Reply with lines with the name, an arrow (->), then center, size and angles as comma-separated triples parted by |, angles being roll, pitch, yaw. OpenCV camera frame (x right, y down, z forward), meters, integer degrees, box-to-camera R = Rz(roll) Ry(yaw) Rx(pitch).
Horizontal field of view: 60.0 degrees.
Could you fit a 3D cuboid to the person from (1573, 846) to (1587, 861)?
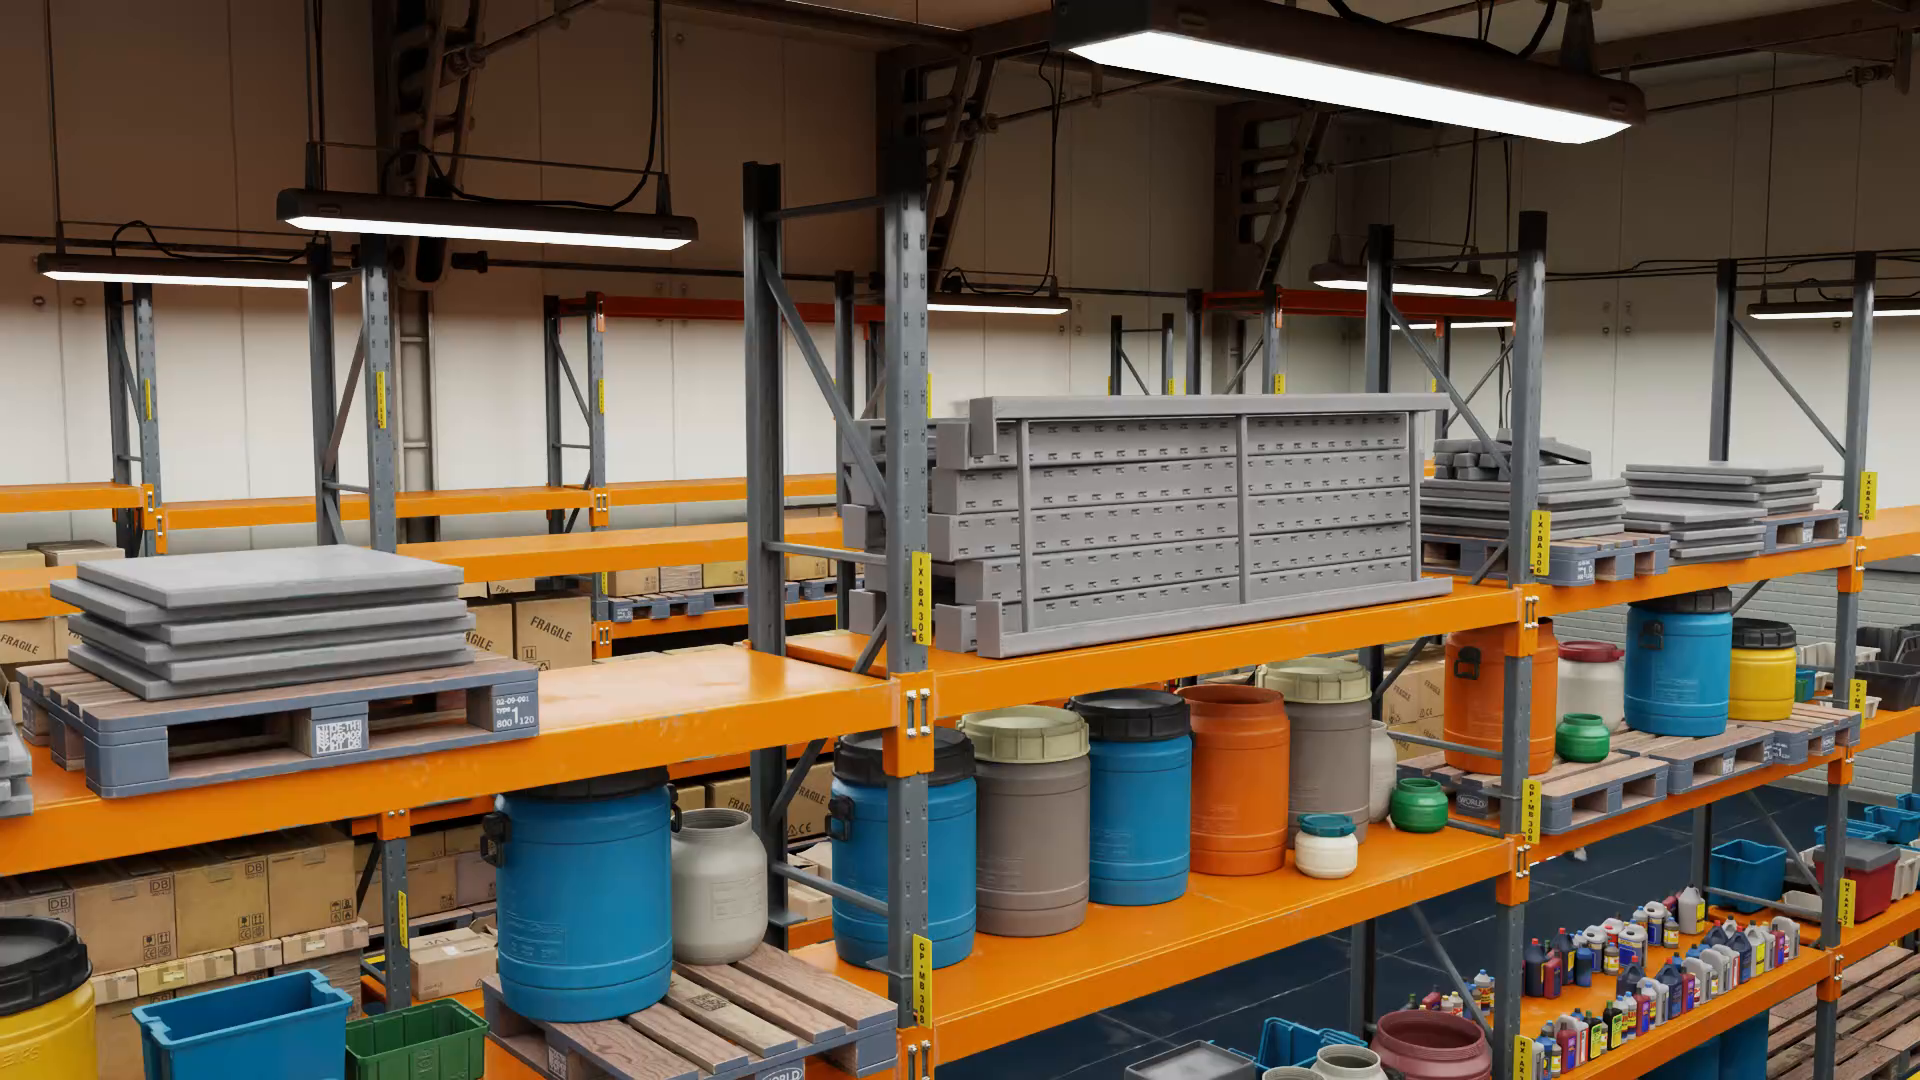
person -> 6.665, 2.572, 18.182 | 0.625, 1.791, 0.895 | -2, 6, -18
